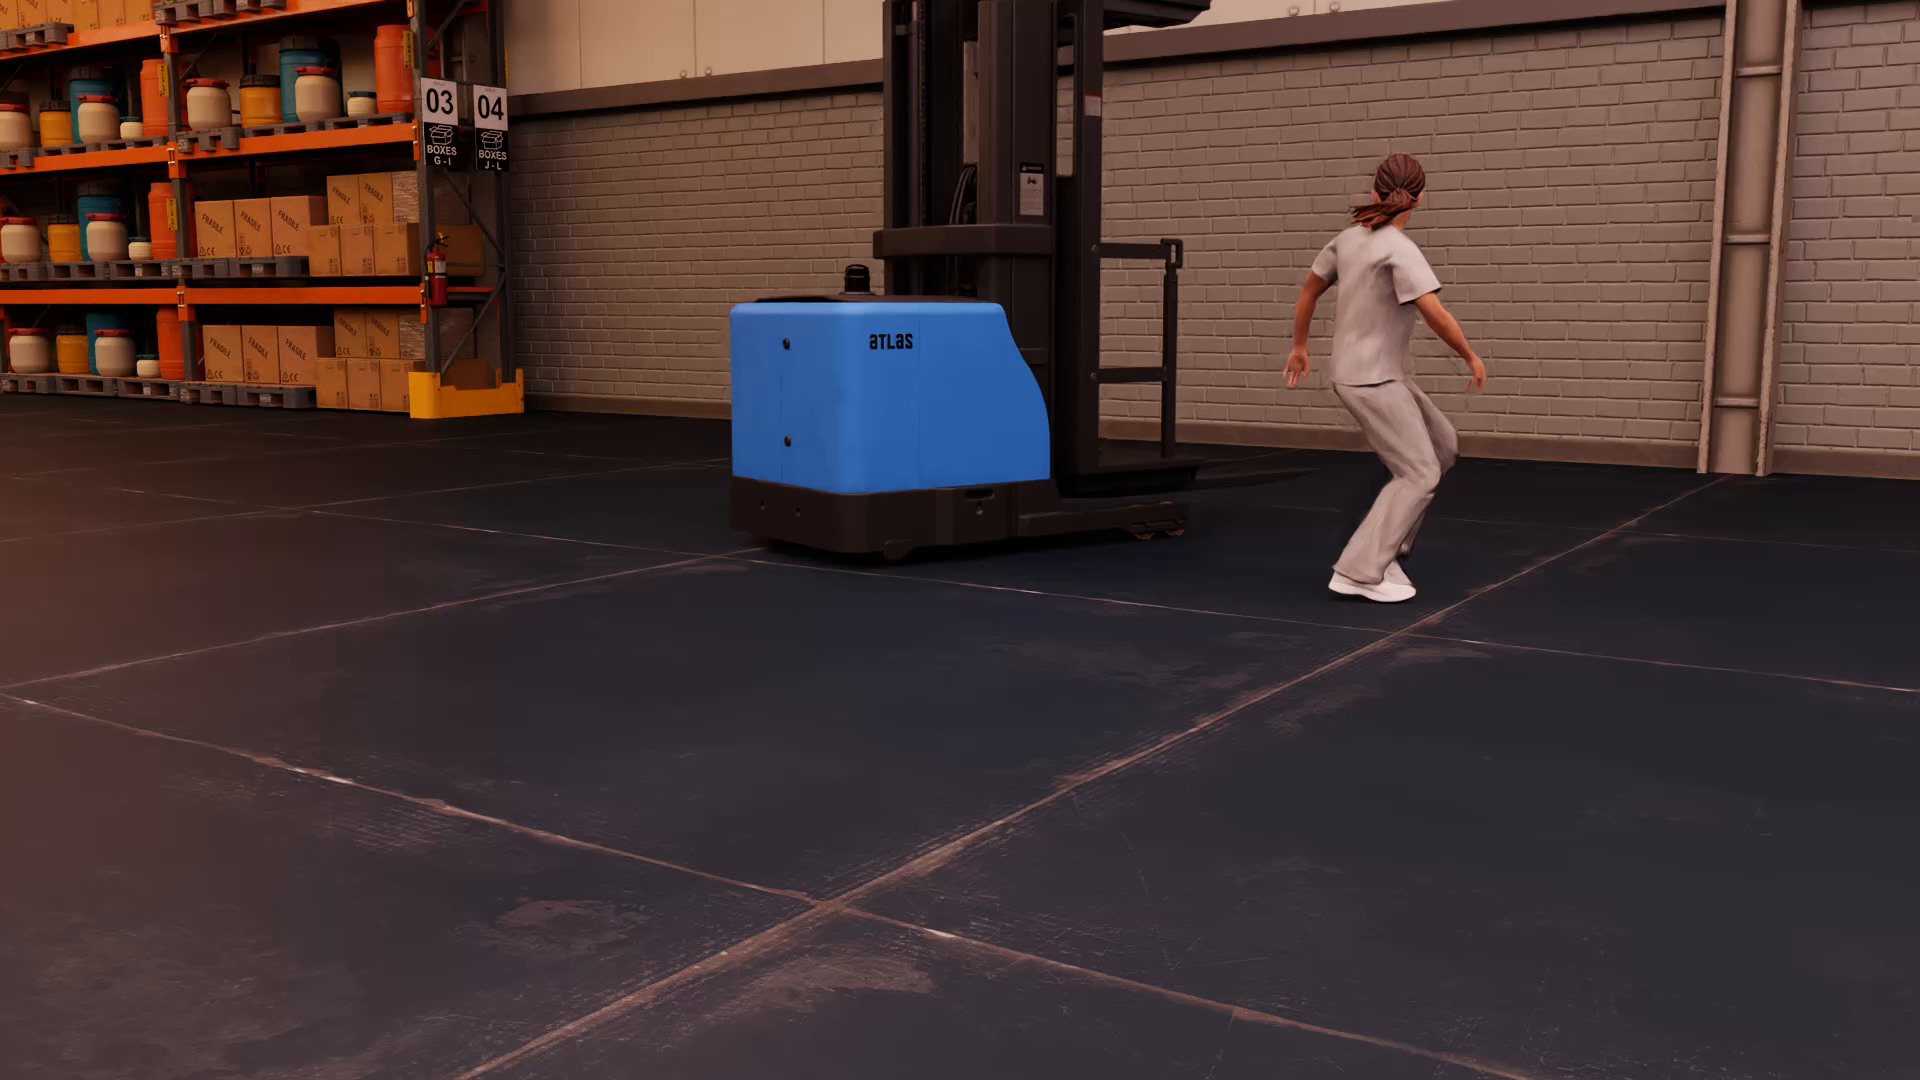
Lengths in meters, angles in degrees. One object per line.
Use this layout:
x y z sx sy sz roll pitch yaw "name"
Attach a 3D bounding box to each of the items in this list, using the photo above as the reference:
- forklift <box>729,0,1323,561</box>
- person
0.456 -1.505 7.778 3.031 2.935 1.130 -6 10 -36 "forklift"
1.561 -0.564 6.003 0.693 1.649 0.569 1 8 4 "person"
